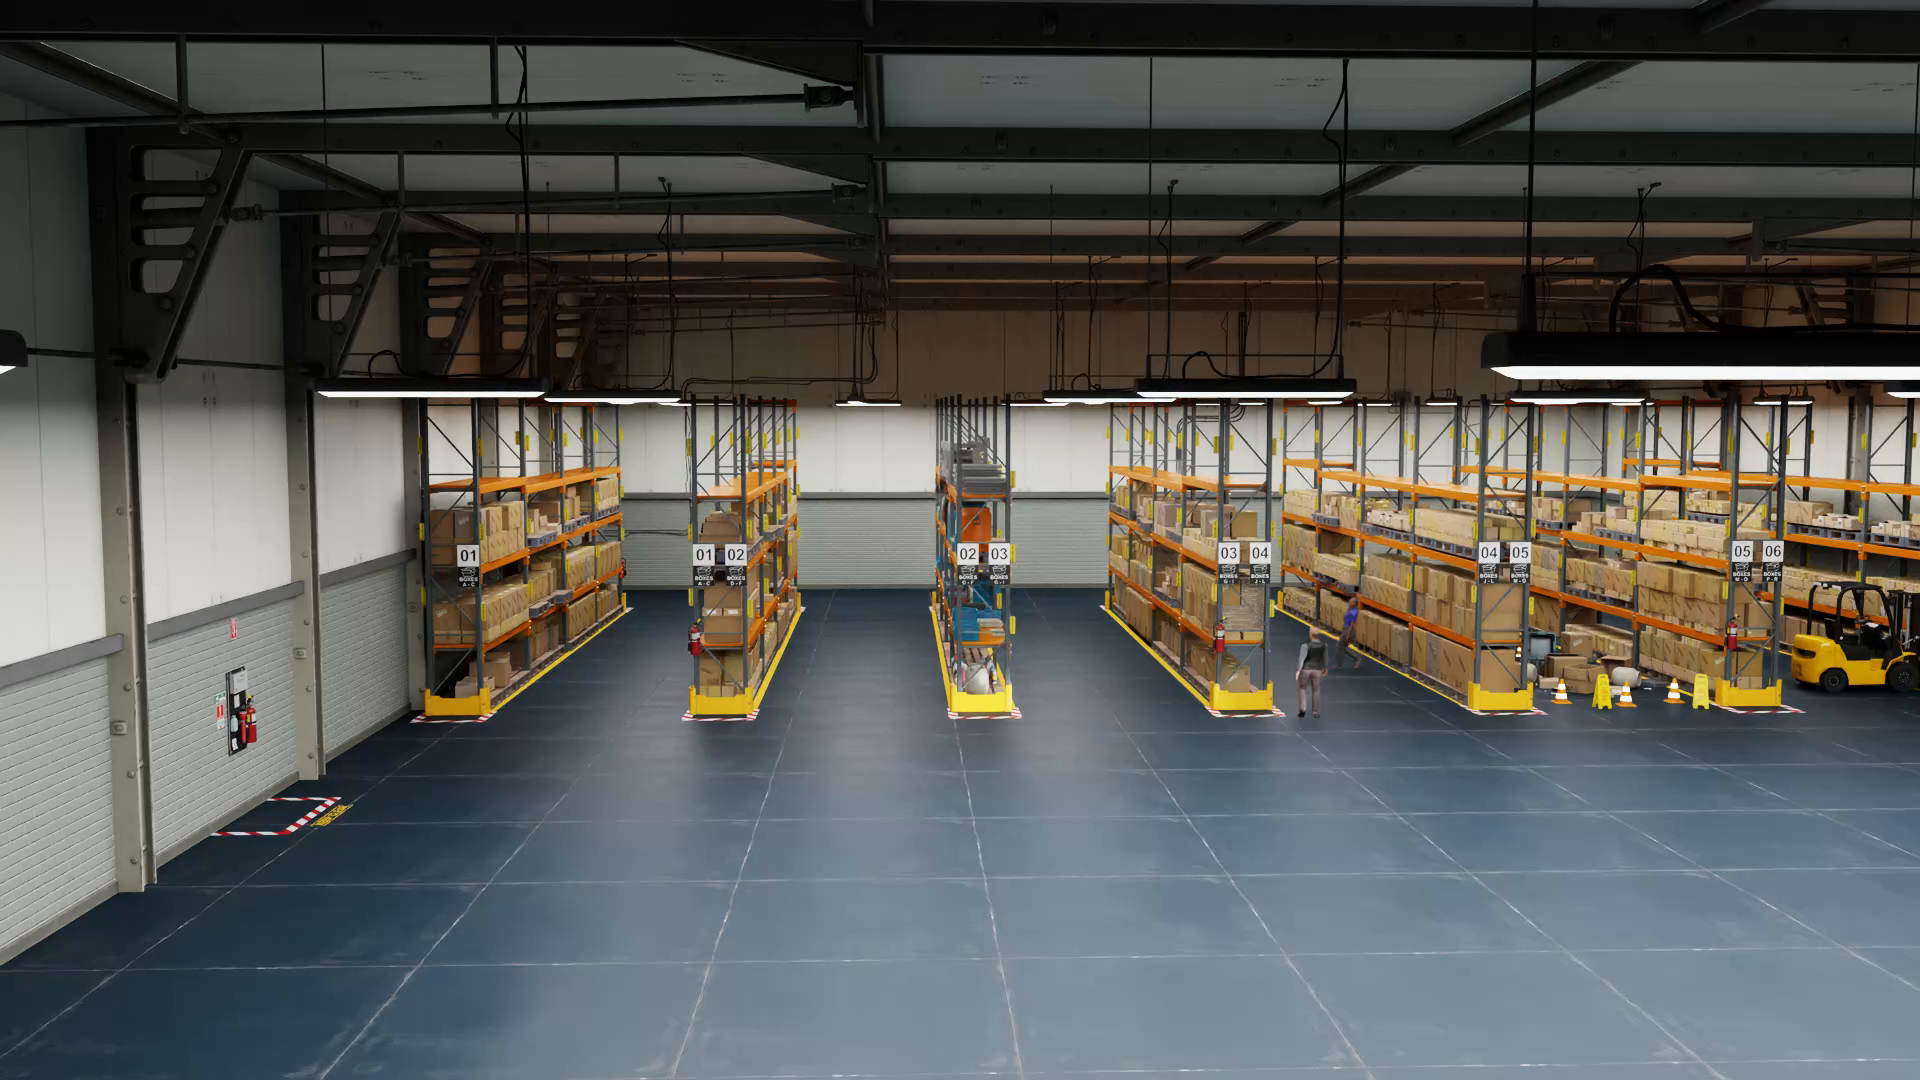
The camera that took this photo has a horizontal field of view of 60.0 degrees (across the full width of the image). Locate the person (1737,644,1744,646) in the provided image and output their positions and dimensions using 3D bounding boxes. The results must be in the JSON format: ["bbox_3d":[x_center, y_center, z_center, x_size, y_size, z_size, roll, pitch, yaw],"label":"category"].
[{"bbox_3d":[18.020,1.767,38.794,0.487,1.787,0.579,4,6,44],"label":"person"}]

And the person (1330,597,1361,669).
[{"bbox_3d":[8.479,2.107,36.570,0.680,1.504,0.466,2,5,21],"label":"person"}]

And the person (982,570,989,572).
[{"bbox_3d":[0.673,1.077,48.456,0.704,1.642,0.471,3,5,31],"label":"person"}]

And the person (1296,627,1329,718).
[{"bbox_3d":[6.522,2.456,30.767,0.586,1.727,0.553,1,5,16],"label":"person"}]
